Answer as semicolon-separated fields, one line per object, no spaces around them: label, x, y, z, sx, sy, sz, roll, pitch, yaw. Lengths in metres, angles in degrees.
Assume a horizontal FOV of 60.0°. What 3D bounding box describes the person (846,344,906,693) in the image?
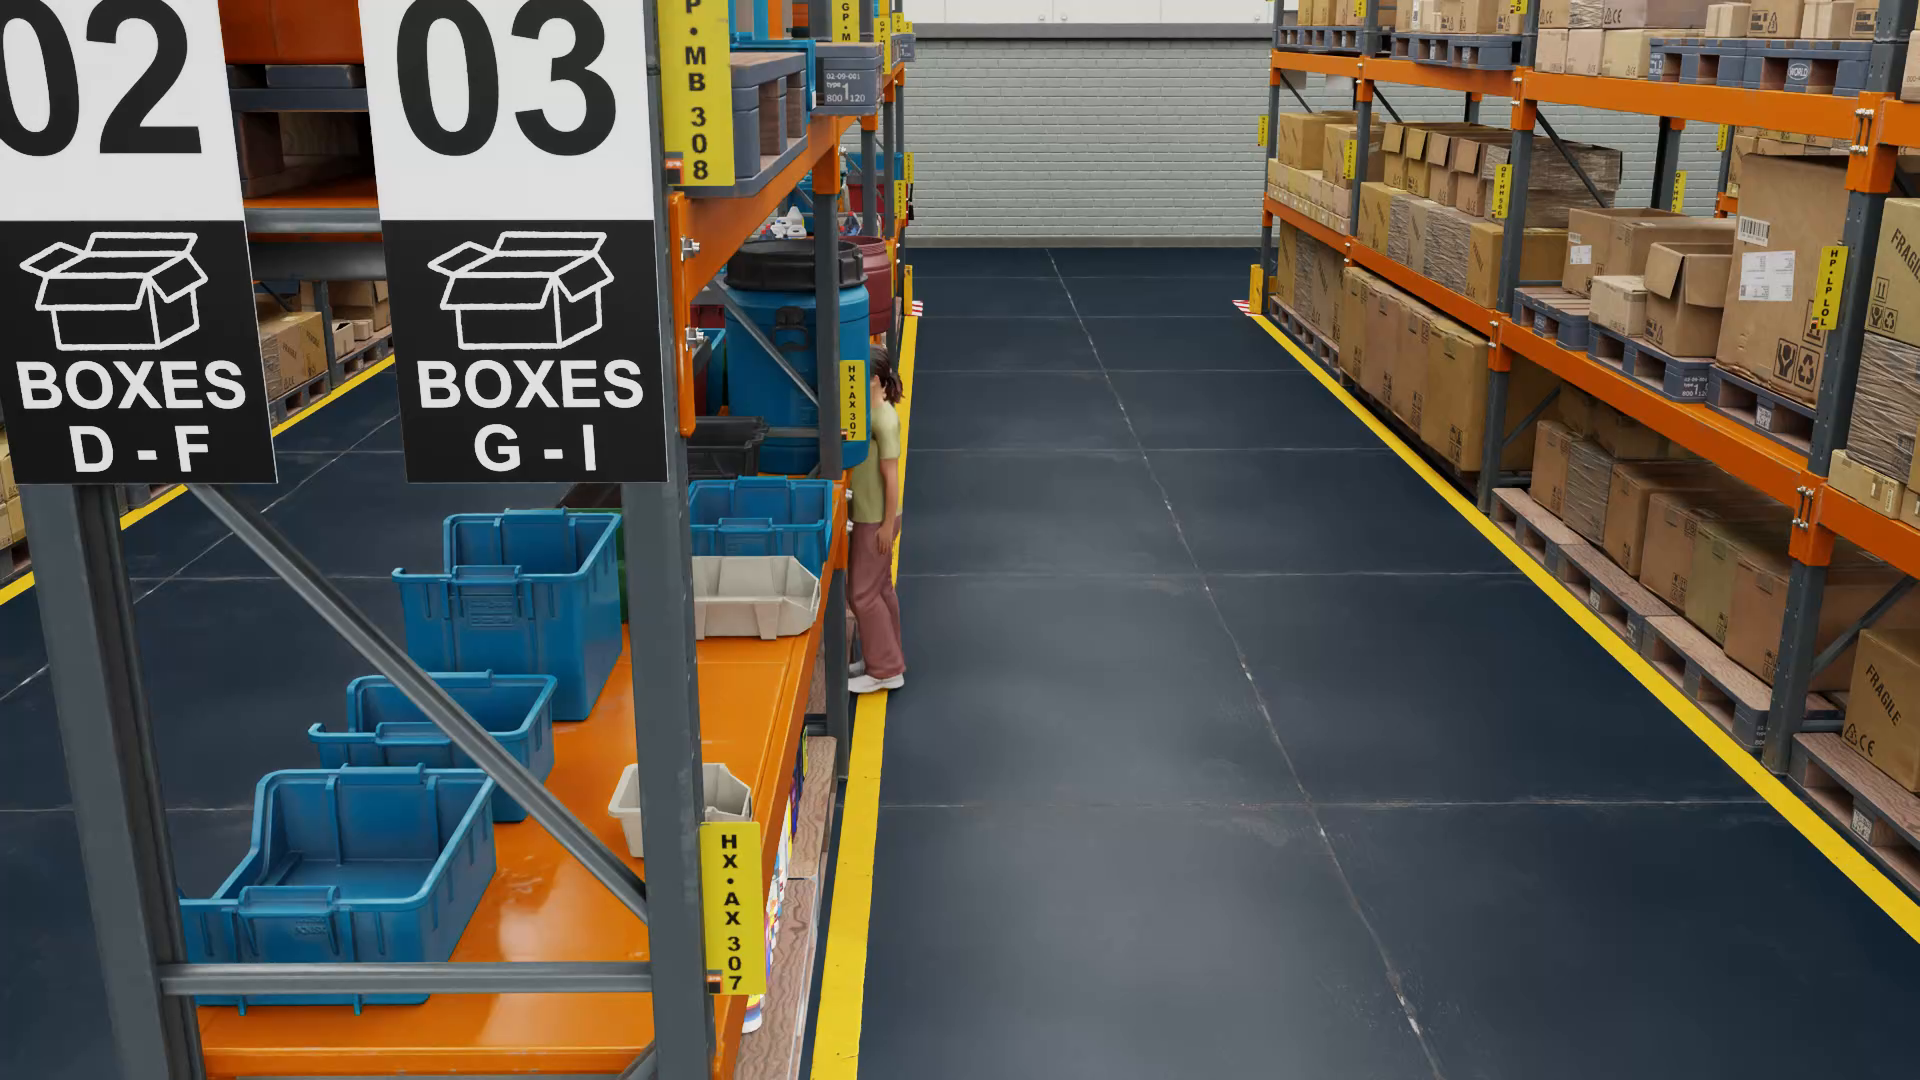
person;-0.419;-0.095;7.867;0.356;1.679;0.440;-5;18;-15
